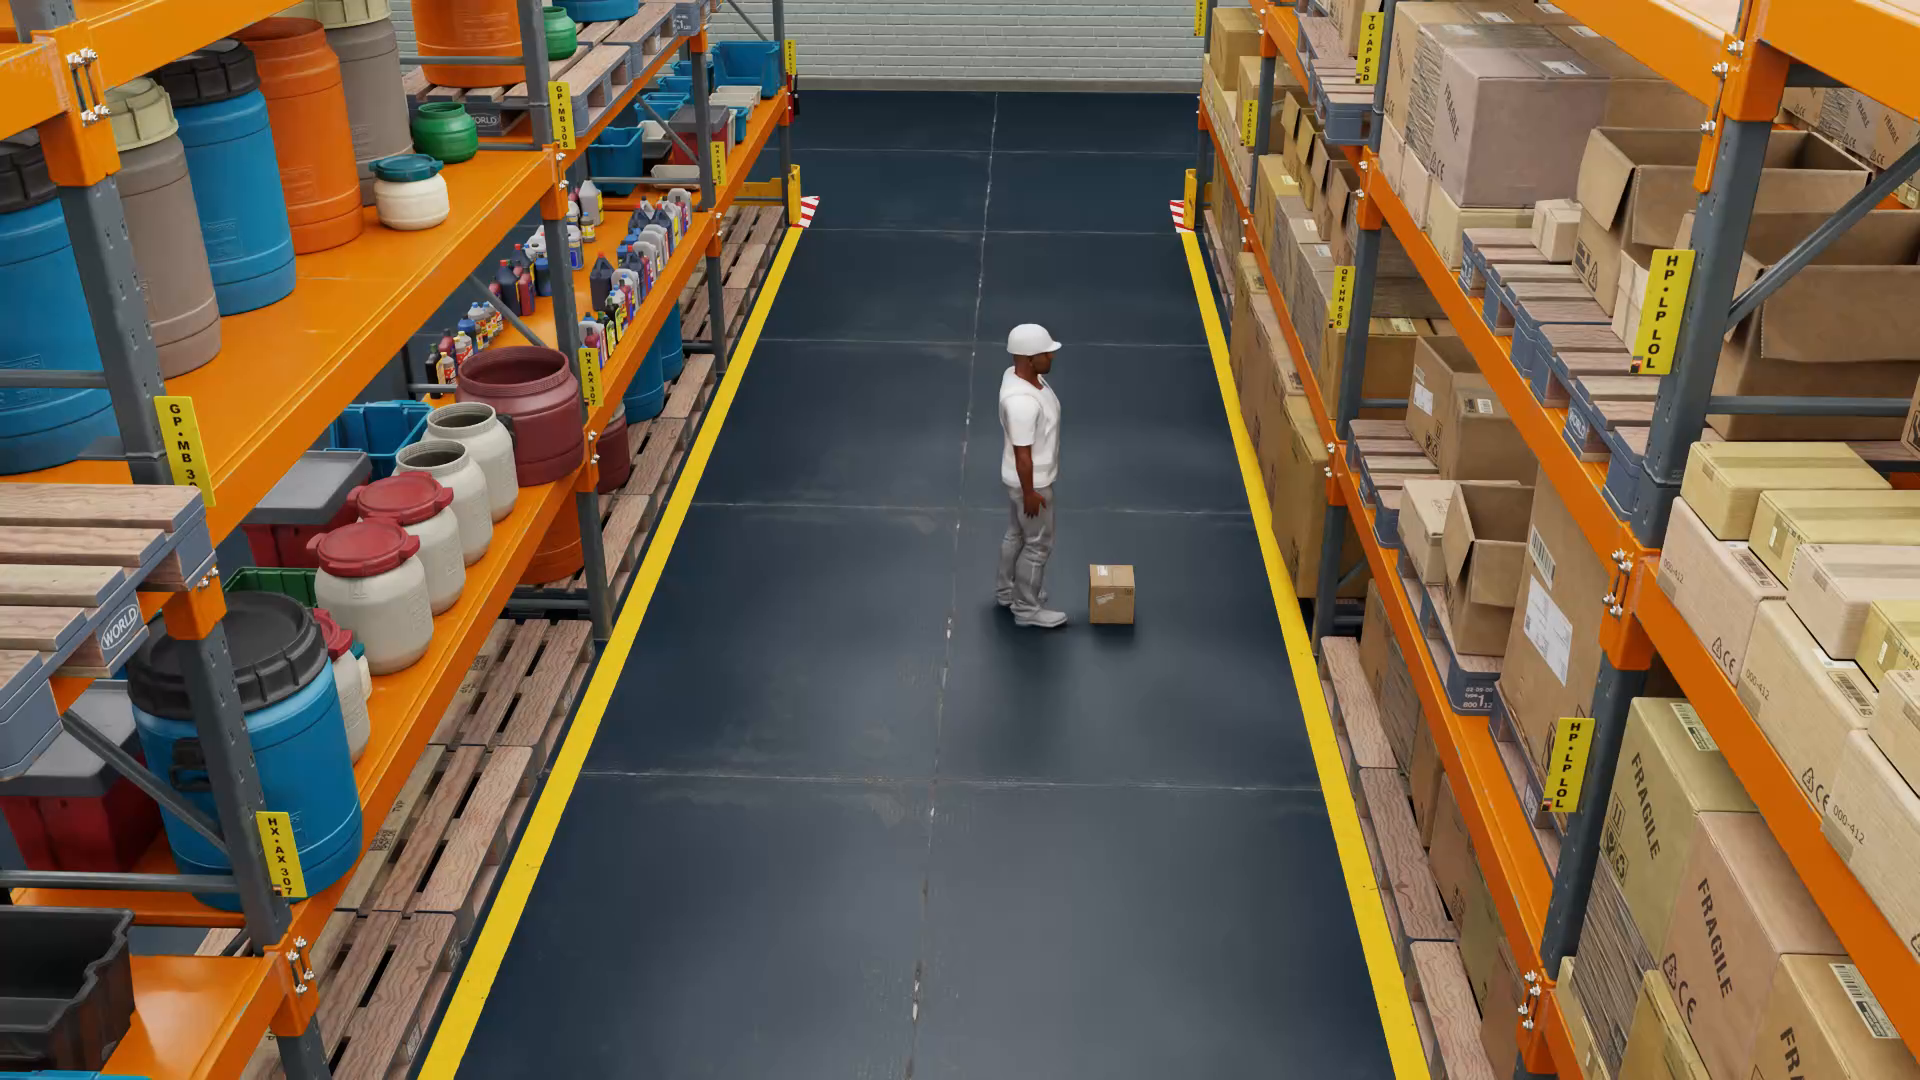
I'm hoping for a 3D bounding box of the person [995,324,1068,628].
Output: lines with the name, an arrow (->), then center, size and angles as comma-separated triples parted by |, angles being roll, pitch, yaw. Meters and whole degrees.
person -> 0.414, -0.362, 9.291 | 0.427, 1.770, 0.562 | 2, 28, 3
